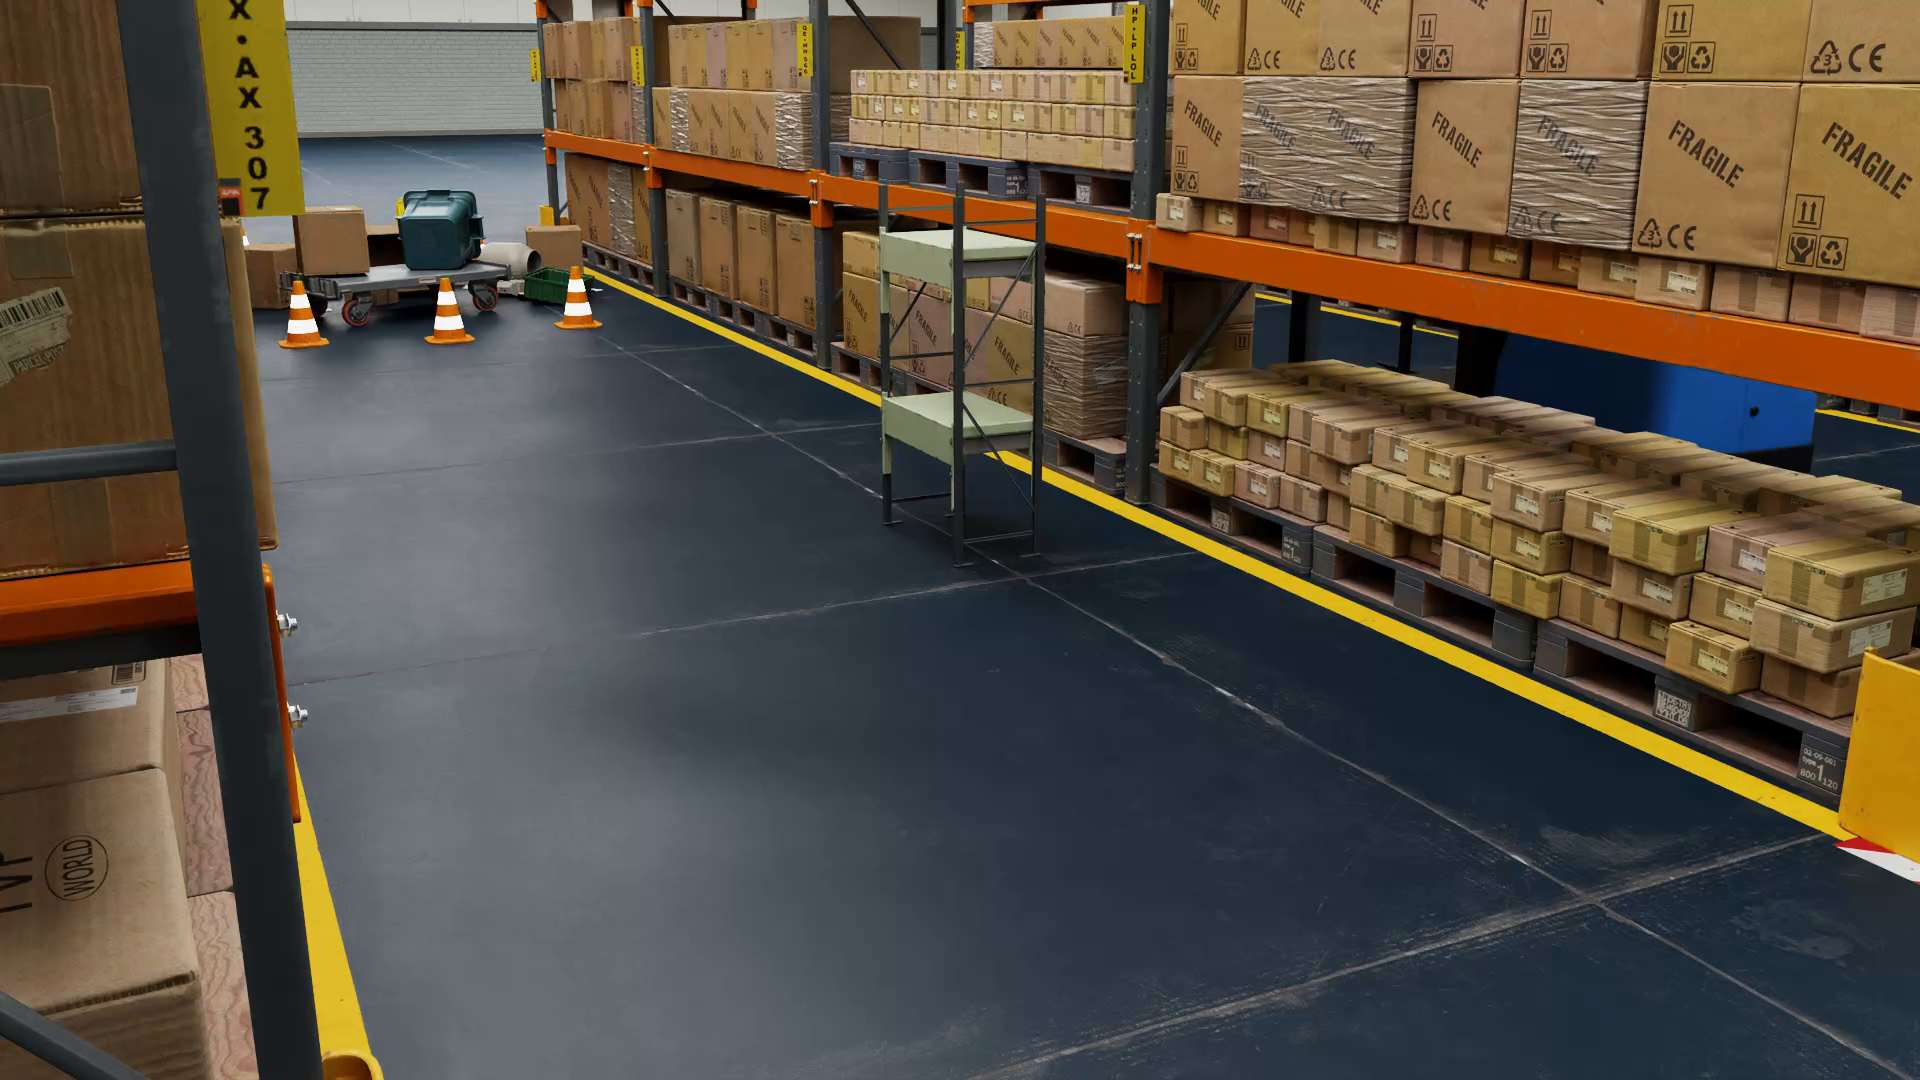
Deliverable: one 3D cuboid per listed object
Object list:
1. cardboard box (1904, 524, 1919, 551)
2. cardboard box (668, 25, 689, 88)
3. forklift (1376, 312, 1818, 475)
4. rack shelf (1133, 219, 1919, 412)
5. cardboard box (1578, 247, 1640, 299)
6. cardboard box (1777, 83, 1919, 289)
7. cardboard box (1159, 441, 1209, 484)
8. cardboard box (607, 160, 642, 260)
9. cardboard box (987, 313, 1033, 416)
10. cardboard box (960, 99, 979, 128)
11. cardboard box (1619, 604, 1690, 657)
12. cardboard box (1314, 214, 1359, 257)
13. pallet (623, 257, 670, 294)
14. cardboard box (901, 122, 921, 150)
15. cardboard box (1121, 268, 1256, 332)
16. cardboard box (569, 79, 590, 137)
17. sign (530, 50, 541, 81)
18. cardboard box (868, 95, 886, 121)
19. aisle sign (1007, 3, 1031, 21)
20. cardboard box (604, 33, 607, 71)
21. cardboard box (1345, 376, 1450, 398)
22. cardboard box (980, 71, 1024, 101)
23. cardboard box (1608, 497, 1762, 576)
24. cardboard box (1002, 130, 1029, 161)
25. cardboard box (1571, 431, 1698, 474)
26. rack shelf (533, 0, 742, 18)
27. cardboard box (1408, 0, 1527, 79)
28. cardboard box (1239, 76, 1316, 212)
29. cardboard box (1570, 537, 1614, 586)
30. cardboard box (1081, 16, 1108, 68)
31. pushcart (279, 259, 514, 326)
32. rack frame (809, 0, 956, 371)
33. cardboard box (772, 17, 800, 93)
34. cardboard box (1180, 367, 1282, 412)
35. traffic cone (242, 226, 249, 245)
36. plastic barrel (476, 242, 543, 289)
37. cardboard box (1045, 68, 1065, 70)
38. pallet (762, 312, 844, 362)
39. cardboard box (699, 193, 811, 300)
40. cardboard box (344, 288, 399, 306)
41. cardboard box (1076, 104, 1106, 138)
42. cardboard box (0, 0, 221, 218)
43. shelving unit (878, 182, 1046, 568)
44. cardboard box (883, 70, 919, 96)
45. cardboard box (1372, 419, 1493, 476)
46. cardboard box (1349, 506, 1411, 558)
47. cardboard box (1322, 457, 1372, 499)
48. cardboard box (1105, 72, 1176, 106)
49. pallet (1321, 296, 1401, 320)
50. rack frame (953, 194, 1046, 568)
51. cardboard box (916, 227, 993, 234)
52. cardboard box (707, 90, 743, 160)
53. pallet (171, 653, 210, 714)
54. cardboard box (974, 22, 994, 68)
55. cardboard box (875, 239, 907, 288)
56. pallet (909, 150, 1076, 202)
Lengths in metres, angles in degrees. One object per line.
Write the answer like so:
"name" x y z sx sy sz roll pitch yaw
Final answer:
"cardboard box" 3.083 0.034 5.023 0.380 0.149 0.250 -9 18 -27
"cardboard box" -2.027 -4.059 13.964 0.700 0.500 0.500 -8 18 -26
"forklift" 2.914 -1.882 8.495 1.130 2.935 3.031 -7 17 -22
"rack shelf" 2.131 -0.828 6.001 1.077 0.370 4.000 -8 18 -25
"cardboard box" 2.190 -0.859 5.263 0.380 0.149 0.250 -9 18 -27
"cardboard box" 2.579 -0.949 4.399 0.500 0.500 0.500 -7 18 -24
"cardboard box" 1.125 -0.372 7.515 0.380 0.149 0.250 -9 18 -27
"cardboard box" -2.861 -3.221 16.128 0.875 0.875 0.875 -8 18 -25
"cardboard box" 0.479 -0.950 8.894 0.500 0.500 0.500 -8 18 -26
"cardboard box" 0.221 -2.356 9.176 0.380 0.149 0.250 -7 17 -23
"cardboard box" 2.347 0.258 5.320 0.380 0.149 0.250 -8 18 -25
"cardboard box" 1.594 -1.185 6.399 0.380 0.149 0.250 -7 18 -24
"pallet" -2.513 -2.511 15.617 1.003 0.211 1.213 -8 18 -25
"cardboard box" -0.128 -2.407 9.894 0.380 0.149 0.250 -7 17 -22
"cardboard box" 1.168 -1.245 8.563 0.500 0.250 0.500 -9 18 -27
"cardboard box" -3.406 -4.343 16.673 0.875 0.550 0.550 -8 18 -25
"sign" -4.504 -5.033 17.640 0.100 0.325 0.005 -8 18 -25
"cardboard box" -0.346 -2.674 10.286 0.380 0.149 0.250 -7 17 -22
"aisle sign" 0.743 -6.520 19.821 0.394 0.787 0.004 -8 18 -25
"cardboard box" -2.839 -4.613 15.657 0.875 0.550 0.550 -8 18 -25
"cardboard box" 1.907 -0.611 7.269 0.380 0.149 0.250 -8 18 -25
"cardboard box" 0.333 -2.436 8.916 0.380 0.149 0.250 -9 18 -27
"cardboard box" 2.261 -0.014 5.189 0.380 0.149 0.250 -8 18 -26
"cardboard box" 0.444 -2.082 8.761 0.380 0.149 0.250 -9 18 -27
"cardboard box" 2.488 -0.290 6.151 0.380 0.149 0.250 -7 18 -24
"rack shelf" -3.126 -5.245 15.956 1.077 0.370 4.000 -8 18 -25
"cardboard box" 1.890 -1.817 5.611 0.500 0.500 0.500 -8 18 -27
"cardboard box" 1.468 -1.585 6.616 0.500 0.500 0.500 -8 18 -25
"cardboard box" 2.265 0.044 5.528 0.380 0.149 0.250 -8 18 -26
"cardboard box" 1.588 -5.101 17.055 0.500 0.500 0.500 -8 18 -25
"pushcart" -4.628 -2.057 13.736 0.936 0.377 1.648 15 22 42
"rack frame" -0.498 -2.661 11.086 1.000 3.000 0.127 -8 18 -25
"cardboard box" -0.908 -3.428 11.763 0.700 0.500 0.500 -8 18 -26
"cardboard box" 1.219 -0.676 7.498 0.380 0.149 0.250 -7 17 -23
"traffic cone" -7.060 -2.852 16.348 0.336 0.463 0.334 -8 18 -25
"plastic barrel" -4.126 -2.511 15.232 0.512 0.421 0.421 4 16 13
"cardboard box" 1.432 -4.906 18.190 0.875 0.500 0.500 -8 18 -25
"pallet" -0.776 -1.525 12.184 1.003 0.211 1.213 -8 18 -25
"cardboard box" -1.478 -2.391 13.461 1.050 0.750 0.750 -8 18 -25
"cardboard box" -5.083 -2.177 14.355 0.396 0.266 0.258 7 17 23
"cardboard box" 0.786 -2.033 8.053 0.380 0.149 0.250 -8 18 -25
"cardboard box" -1.353 -0.736 2.385 0.500 0.500 0.500 -8 18 -26
"shelving unit" -0.003 -0.723 7.050 0.431 1.500 0.755 -8 18 -25
"cardboard box" -0.246 -2.763 10.055 0.380 0.149 0.250 -8 18 -25
"cardboard box" 1.808 -0.352 6.367 0.380 0.149 0.250 -8 18 -27
"cardboard box" 1.730 -0.055 6.411 0.380 0.149 0.250 -8 18 -26
"cardboard box" 1.671 -0.269 6.618 0.380 0.149 0.250 -7 17 -22
"cardboard box" 0.903 -2.112 7.789 0.380 0.149 0.250 -7 17 -22
"pallet" 3.664 -2.089 14.148 1.003 0.211 1.213 -8 18 -25
"rack frame" 0.157 -0.632 6.733 0.400 1.500 0.023 -8 18 -25
"cardboard box" 0.037 -1.884 10.789 0.500 0.250 0.500 -8 18 -26
"cardboard box" -1.601 -3.163 12.653 0.500 0.500 0.500 -7 18 -24
"pallet" -2.888 0.492 5.153 1.003 0.211 1.213 -8 18 -25
"cardboard box" 0.496 -5.721 19.217 0.500 0.500 0.500 -8 18 -25
"cardboard box" -0.191 -1.696 10.134 0.500 0.250 0.500 -8 18 -26
"pallet" 0.406 -2.083 9.419 1.003 0.211 1.213 -8 18 -25
